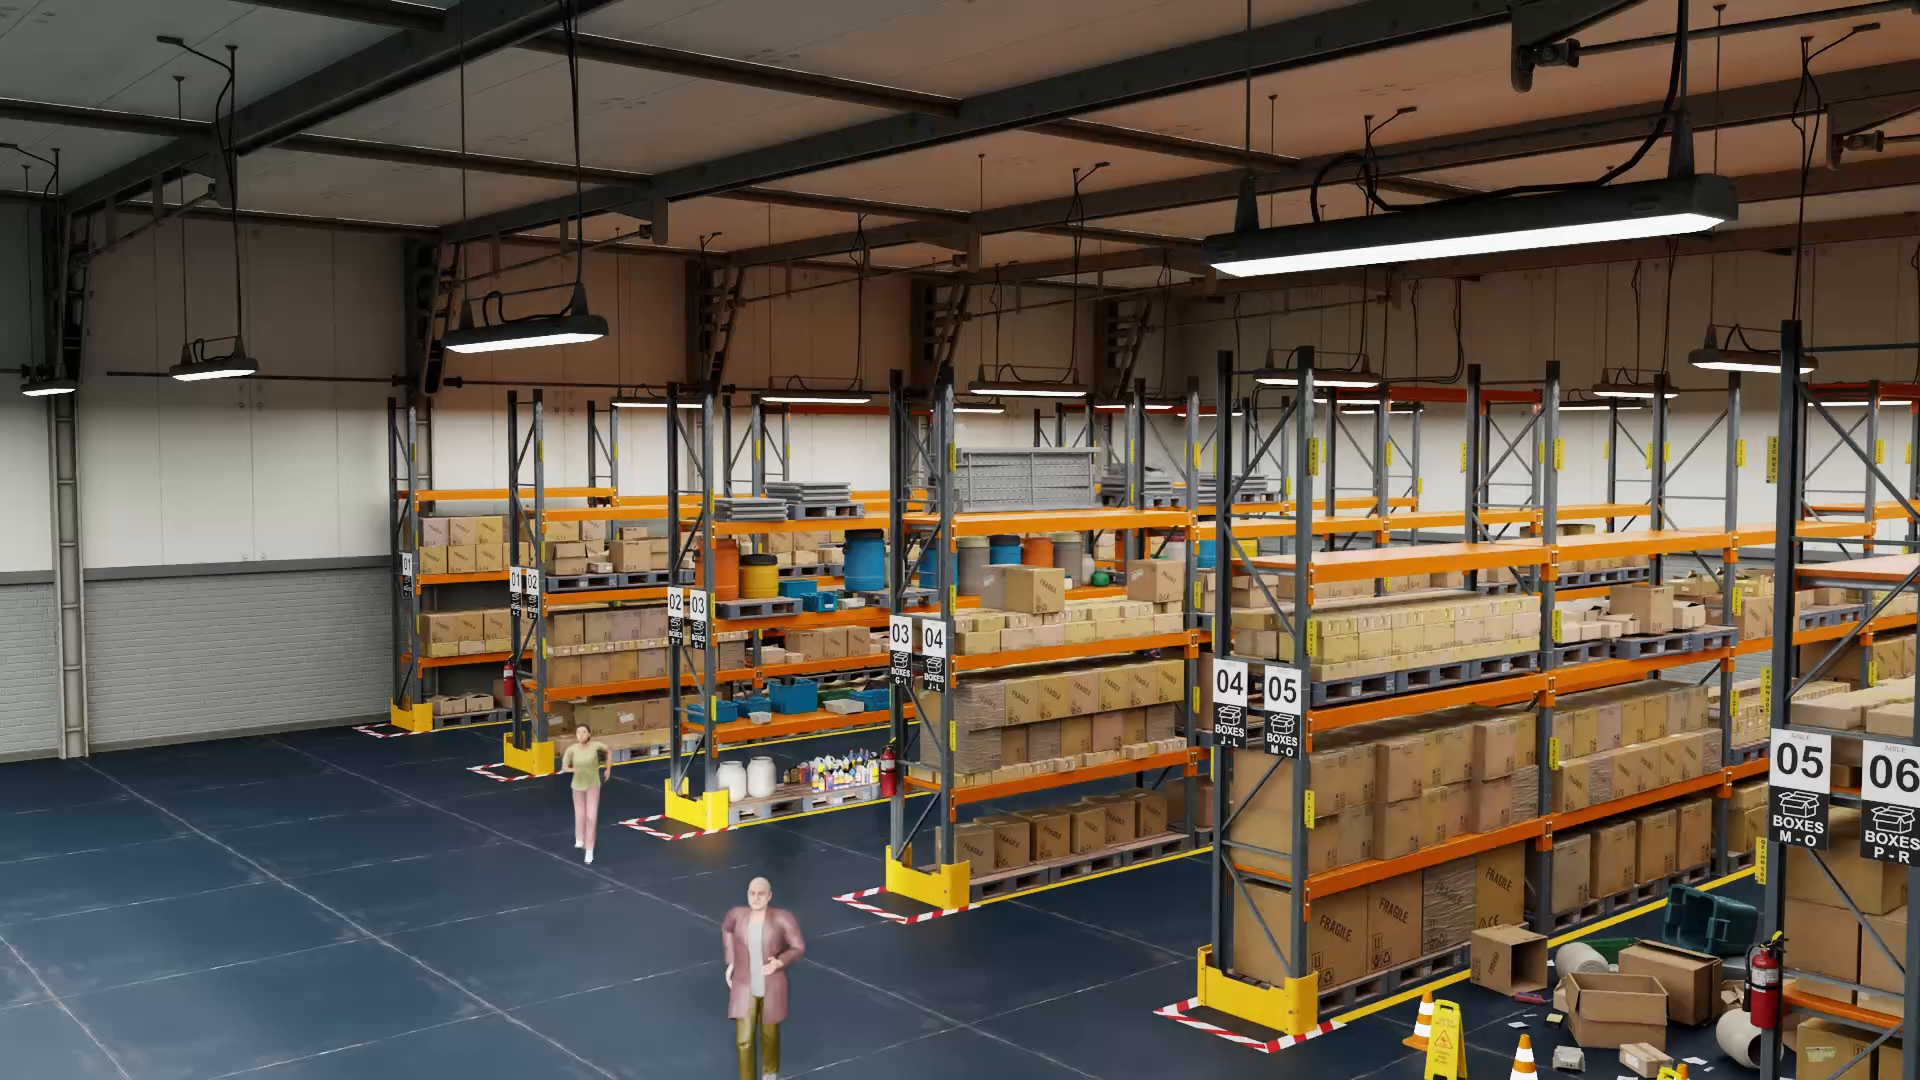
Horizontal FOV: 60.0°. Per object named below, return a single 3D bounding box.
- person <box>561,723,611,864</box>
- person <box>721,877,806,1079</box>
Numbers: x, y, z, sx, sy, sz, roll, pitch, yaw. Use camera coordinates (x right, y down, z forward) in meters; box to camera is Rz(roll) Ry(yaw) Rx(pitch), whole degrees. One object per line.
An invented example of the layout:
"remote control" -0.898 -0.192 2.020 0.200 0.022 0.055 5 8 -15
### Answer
"person" -4.665 3.119 20.777 0.584 1.709 0.865 0 3 -7
"person" -1.539 3.525 12.958 0.688 1.841 0.873 0 3 -1
